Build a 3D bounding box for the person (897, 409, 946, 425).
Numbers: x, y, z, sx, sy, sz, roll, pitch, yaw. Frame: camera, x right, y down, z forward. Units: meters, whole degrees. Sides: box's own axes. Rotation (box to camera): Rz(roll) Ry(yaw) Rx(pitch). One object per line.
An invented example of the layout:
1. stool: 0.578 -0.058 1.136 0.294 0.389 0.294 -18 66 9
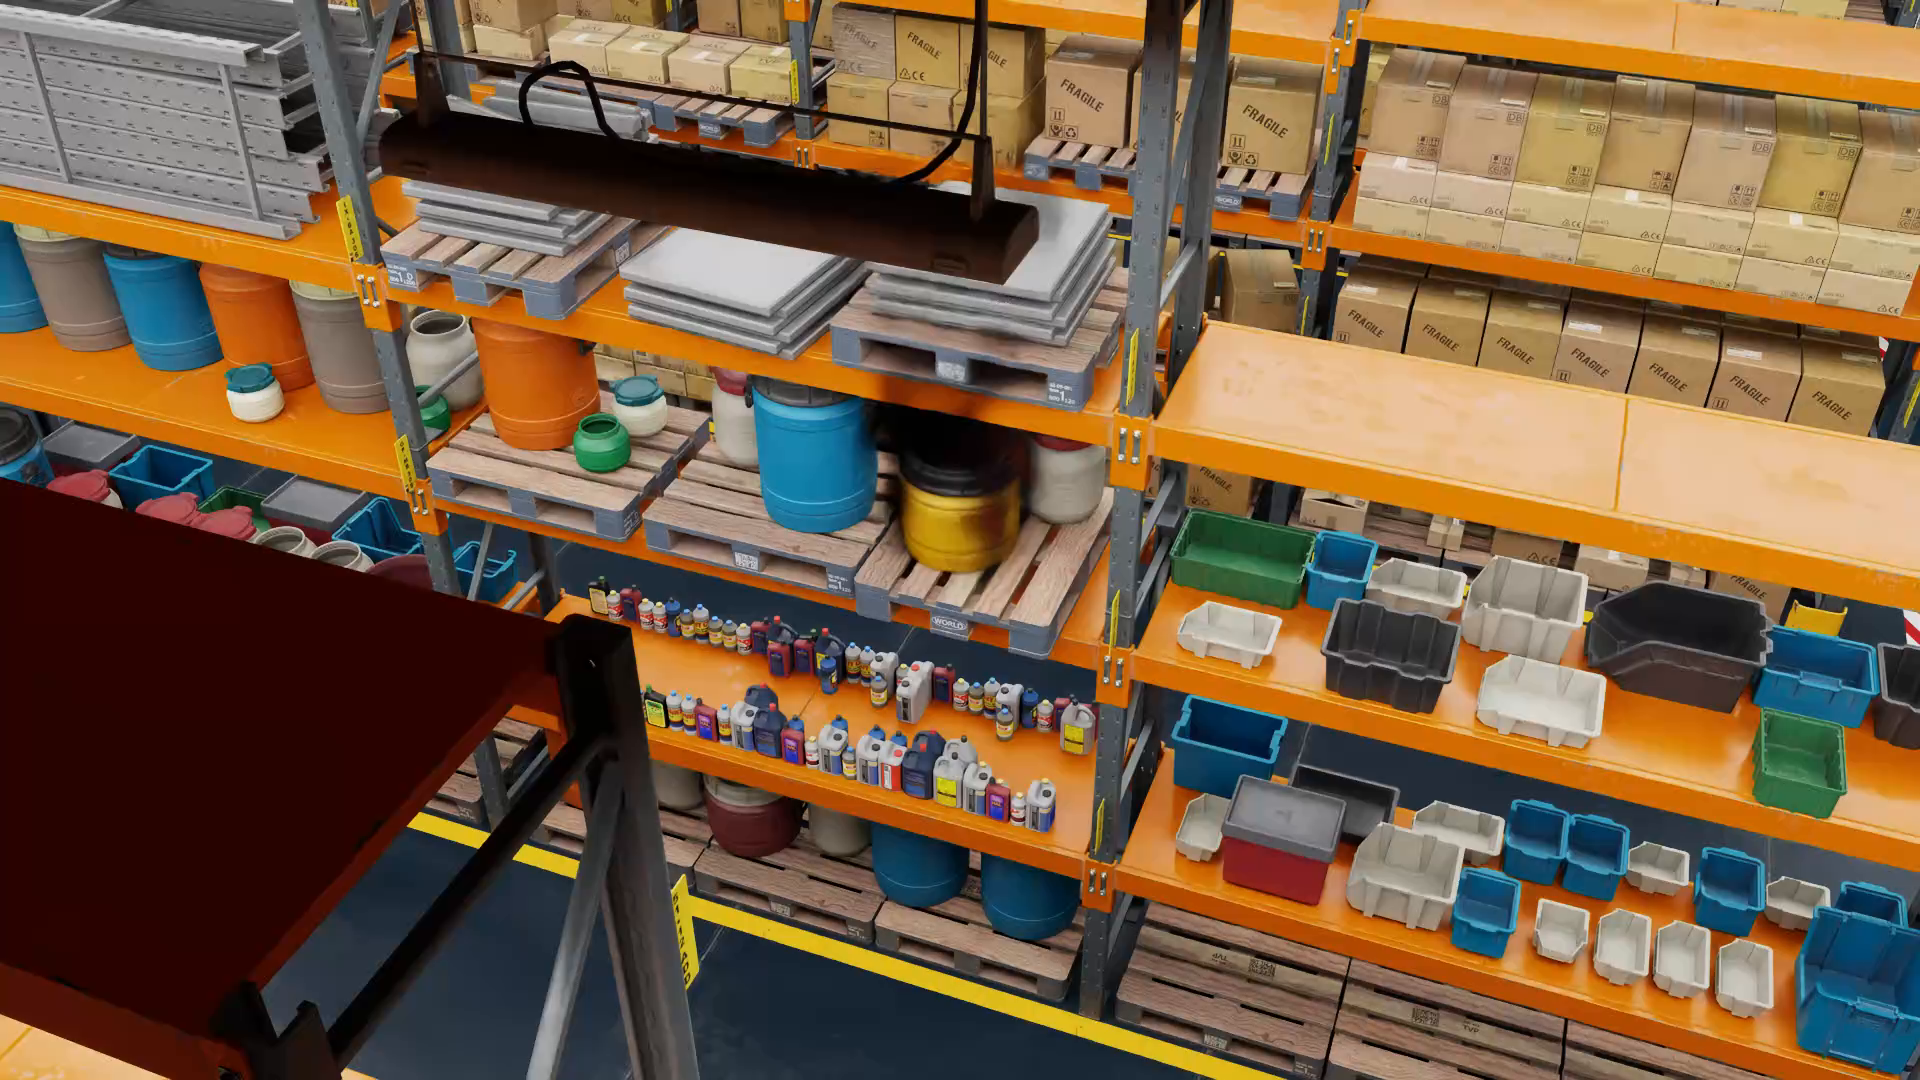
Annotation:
1. person: -0.087 -0.446 11.978 0.843 1.834 0.693 8 37 11
